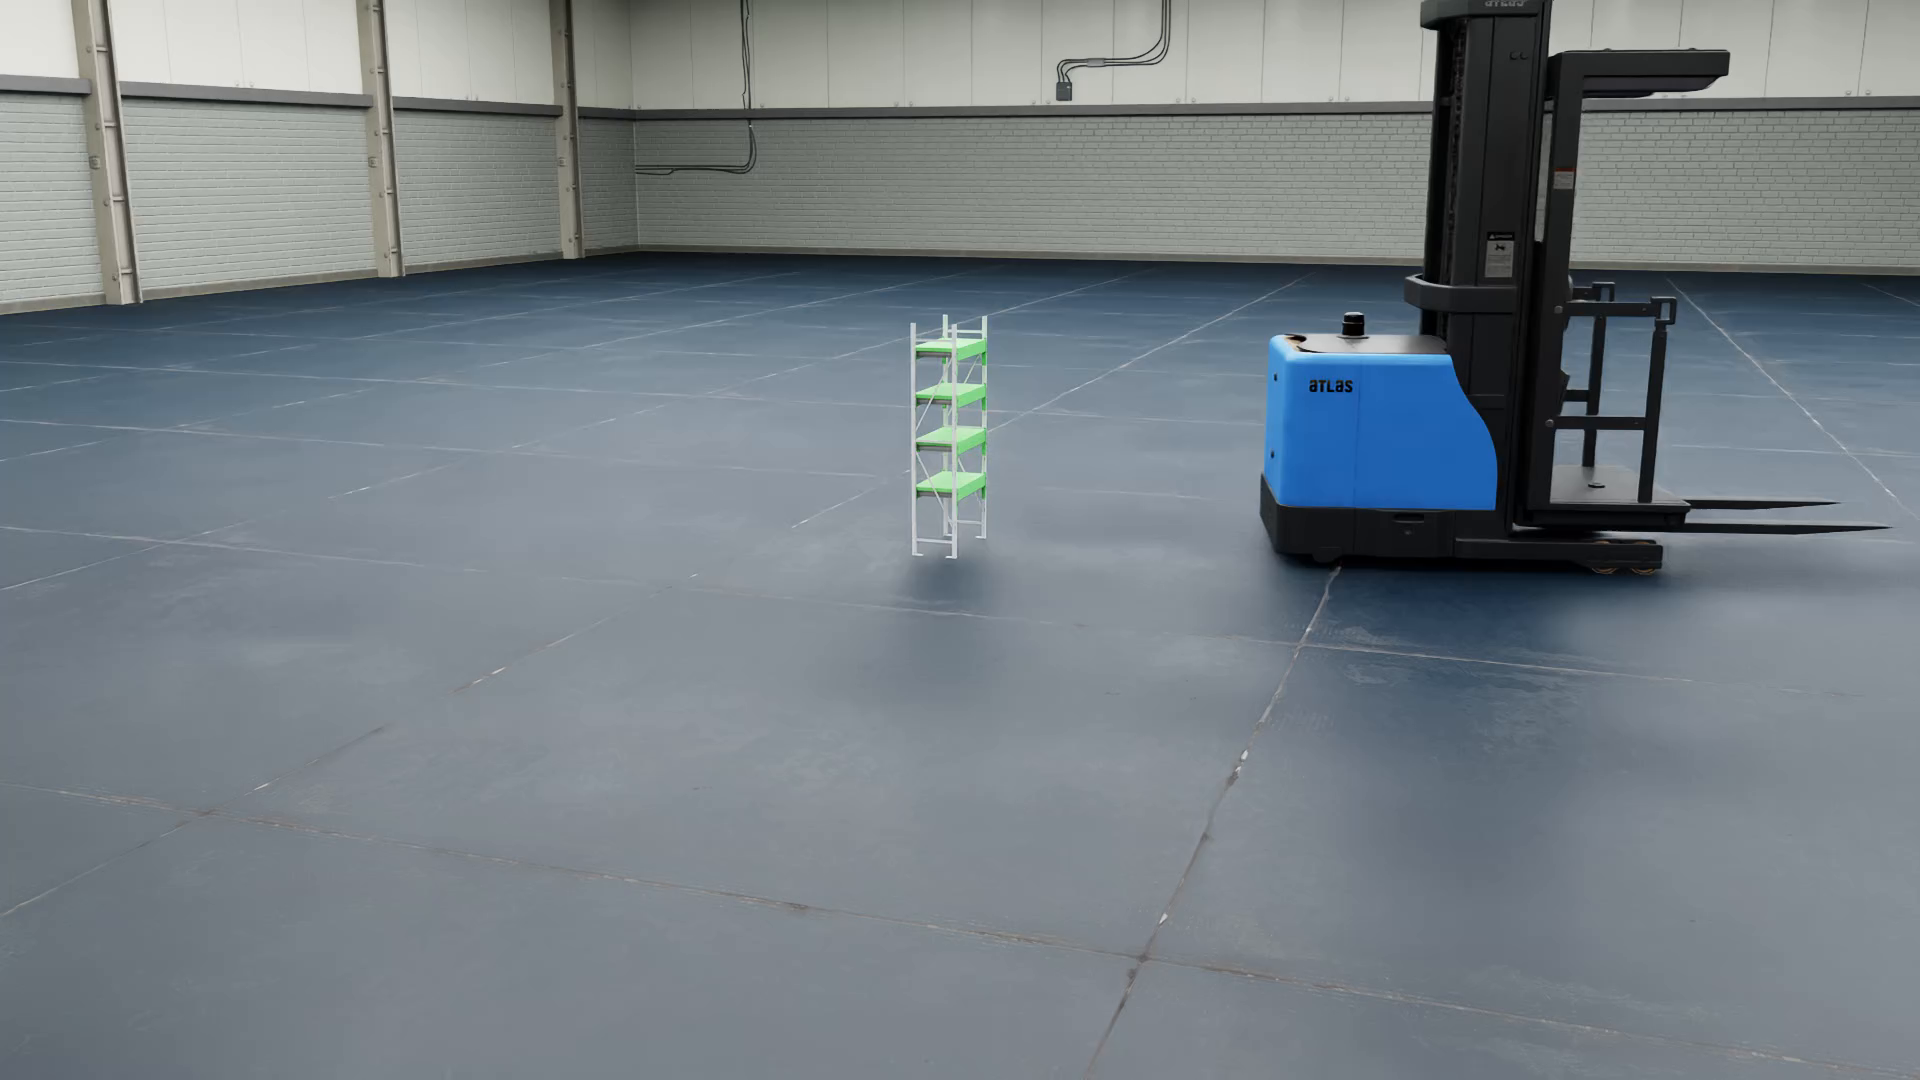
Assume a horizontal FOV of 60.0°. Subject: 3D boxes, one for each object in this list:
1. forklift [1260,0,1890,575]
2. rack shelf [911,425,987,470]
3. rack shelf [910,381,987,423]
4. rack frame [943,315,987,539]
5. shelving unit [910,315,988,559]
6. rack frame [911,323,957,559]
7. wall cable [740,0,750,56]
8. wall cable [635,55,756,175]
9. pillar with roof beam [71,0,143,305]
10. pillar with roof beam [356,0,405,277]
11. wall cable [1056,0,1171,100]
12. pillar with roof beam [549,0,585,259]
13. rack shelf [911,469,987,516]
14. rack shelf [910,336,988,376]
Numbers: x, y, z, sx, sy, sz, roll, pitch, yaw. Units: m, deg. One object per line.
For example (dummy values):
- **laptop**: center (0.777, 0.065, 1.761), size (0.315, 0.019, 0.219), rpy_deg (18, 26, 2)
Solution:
- **forklift**: center (3.147, -1.379, 8.441), size (3.031, 2.935, 1.130), rpy_deg (1, 13, 5)
- **rack shelf**: center (-0.054, -0.488, 8.716), size (0.258, 0.148, 0.480), rpy_deg (4, 14, 18)
- **rack shelf**: center (-0.054, -0.722, 8.663), size (0.258, 0.148, 0.480), rpy_deg (4, 14, 18)
- **rack frame**: center (0.025, -0.601, 8.927), size (0.240, 1.200, 0.015), rpy_deg (4, 14, 18)
- **shelving unit**: center (-0.054, -0.550, 8.702), size (0.258, 1.200, 0.503), rpy_deg (4, 14, 18)
- **rack frame**: center (-0.133, -0.499, 8.477), size (0.240, 1.200, 0.015), rpy_deg (4, 14, 18)
- **wall cable**: center (-3.359, -11.593, 35.185), size (3.097, 2.526, 0.112), rpy_deg (4, 14, 18)
- **wall cable**: center (-5.919, -9.325, 36.600), size (3.097, 2.526, 0.112), rpy_deg (4, 14, 18)
- **pillar with roof beam**: center (-7.932, -7.478, 21.526), size (9.100, 9.000, 0.400), rpy_deg (4, 14, 18)
- **pillar with roof beam**: center (-5.991, -8.741, 27.061), size (9.100, 9.000, 0.400), rpy_deg (4, 14, 18)
- **wall cable**: center (3.059, -11.810, 32.867), size (2.305, 6.003, 0.169), rpy_deg (4, 14, 18)
- **pillar with roof beam**: center (-4.050, -10.004, 32.596), size (9.100, 9.000, 0.400), rpy_deg (4, 14, 18)
- **rack shelf**: center (-0.054, -0.254, 8.769), size (0.258, 0.148, 0.480), rpy_deg (4, 14, 18)
- **rack shelf**: center (-0.054, -0.956, 8.609), size (0.258, 0.148, 0.480), rpy_deg (4, 14, 18)
